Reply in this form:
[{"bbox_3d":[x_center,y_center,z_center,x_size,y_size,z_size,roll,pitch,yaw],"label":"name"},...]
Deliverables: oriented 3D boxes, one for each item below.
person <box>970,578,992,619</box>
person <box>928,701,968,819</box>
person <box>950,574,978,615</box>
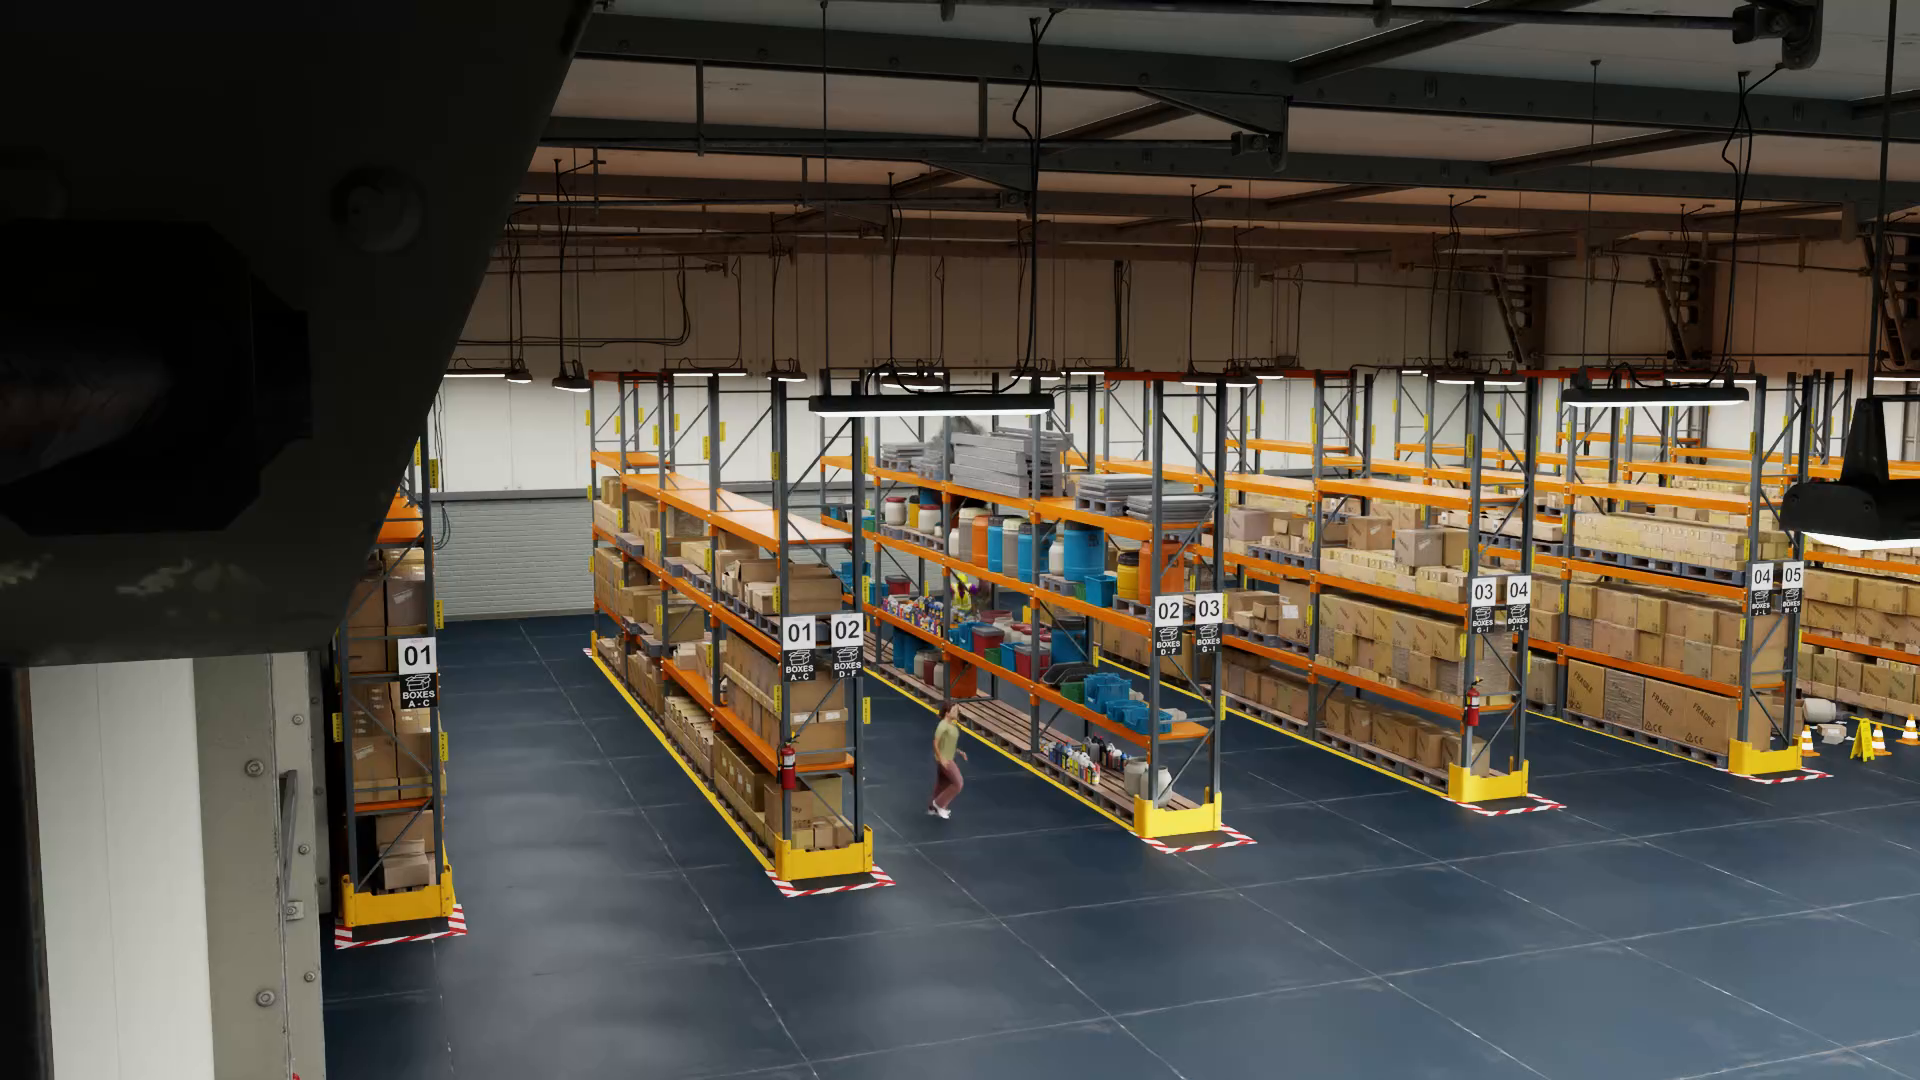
[{"bbox_3d":[0.598,1.053,39.697,0.683,1.757,0.768,1,6,10],"label":"person"},{"bbox_3d":[-0.195,2.978,22.500,0.564,1.638,0.510,1,6,11],"label":"person"},{"bbox_3d":[0.041,1.505,36.356,0.691,1.597,0.977,0,6,-4],"label":"person"}]
